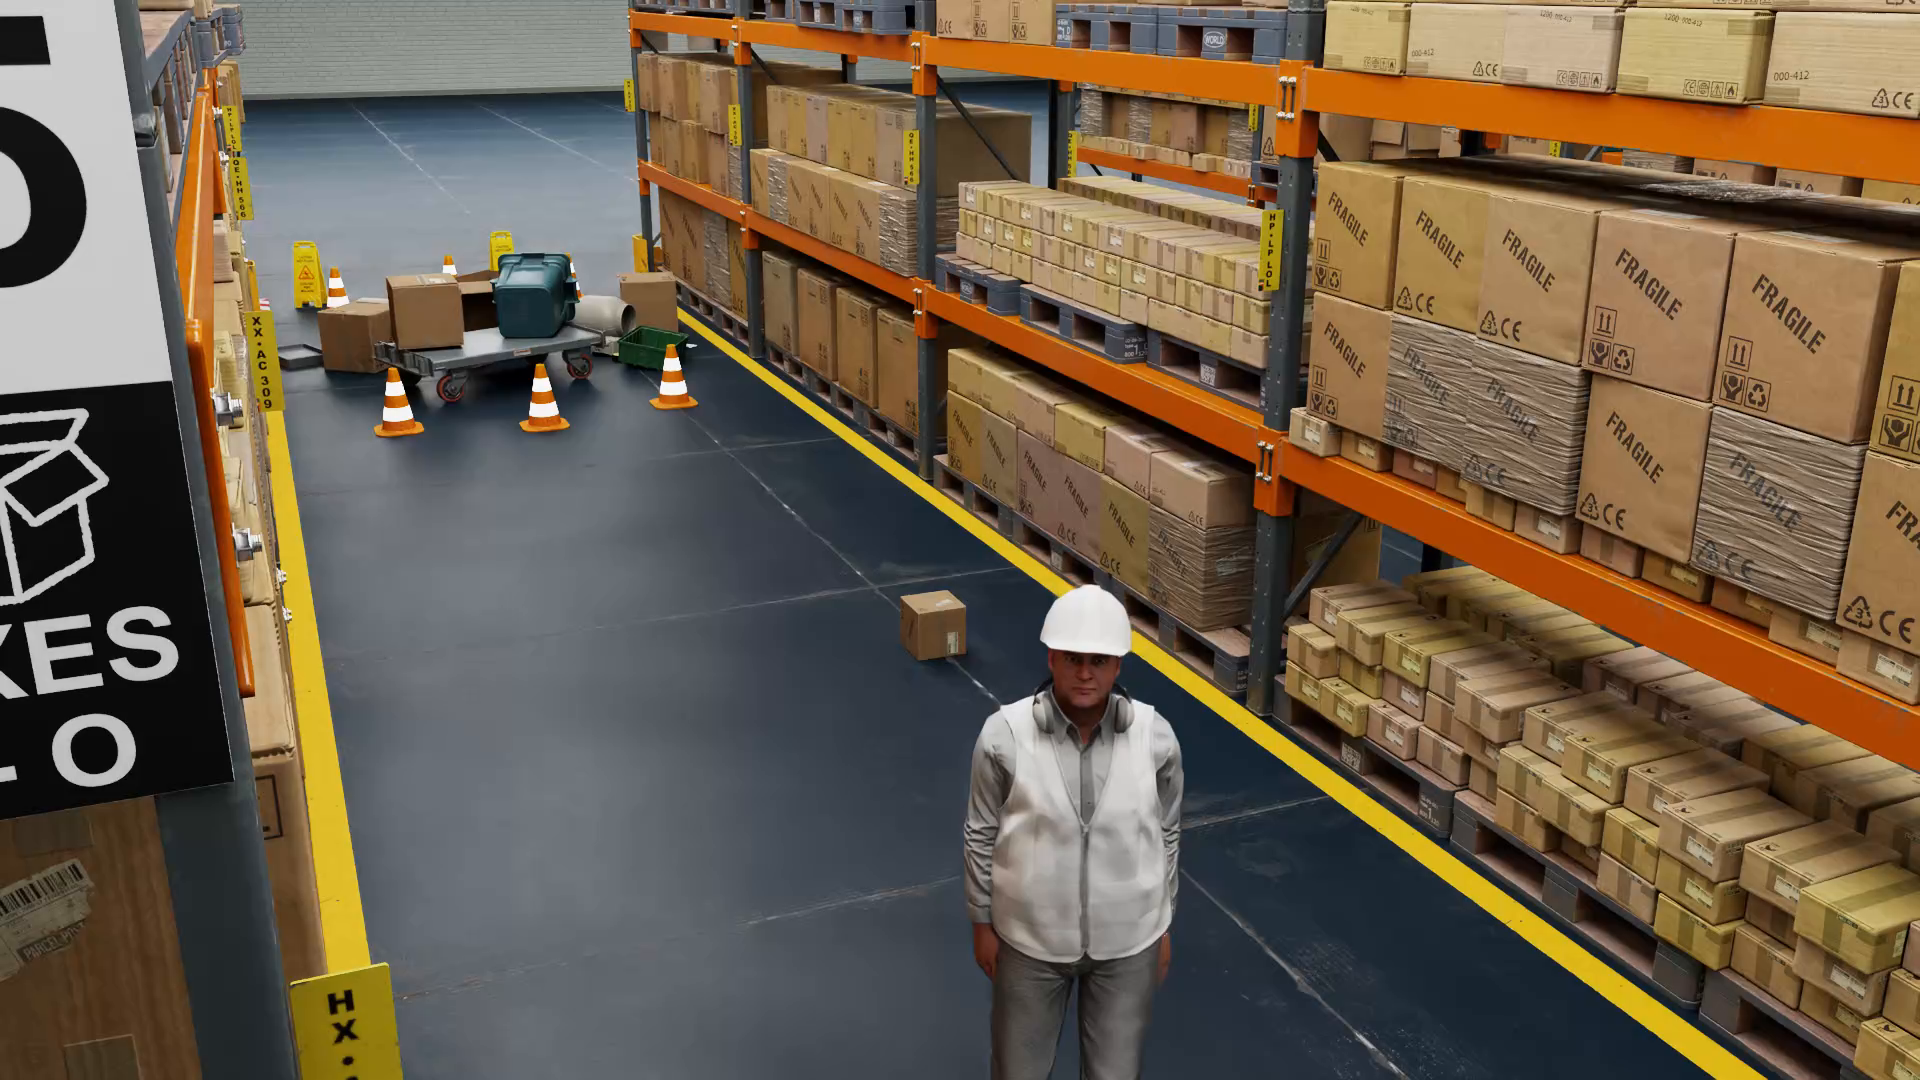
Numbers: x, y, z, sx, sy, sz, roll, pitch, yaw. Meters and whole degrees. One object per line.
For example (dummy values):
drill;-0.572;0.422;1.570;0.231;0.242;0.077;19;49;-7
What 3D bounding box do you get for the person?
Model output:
person;0.277;0.947;4.175;0.539;1.756;0.647;-1;19;-2
